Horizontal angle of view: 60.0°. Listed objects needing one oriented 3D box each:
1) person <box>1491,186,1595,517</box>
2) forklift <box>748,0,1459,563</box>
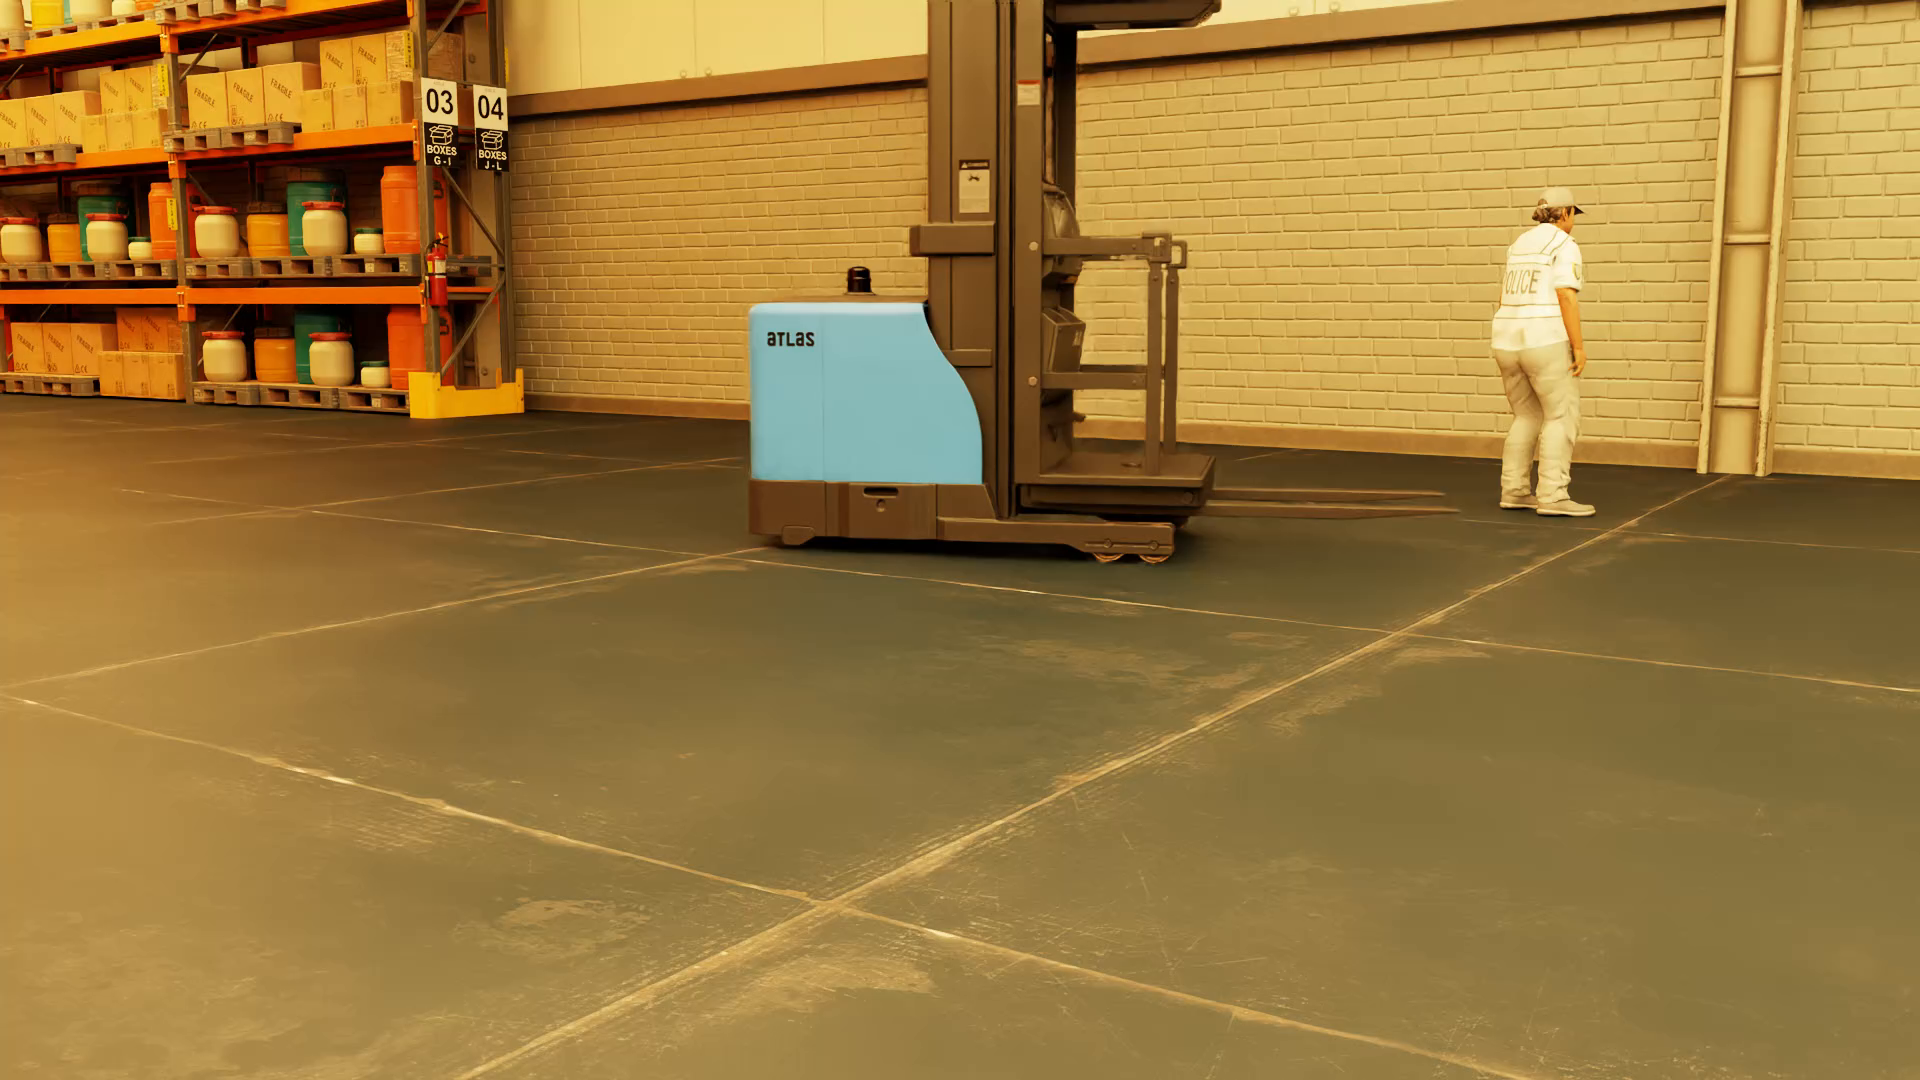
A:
[{"bbox_3d":[3.011,-0.974,8.544,0.467,1.666,0.564,-3,9,-21],"label":"person"},{"bbox_3d":[0.635,-1.435,7.287,3.031,2.935,1.130,2,8,11],"label":"forklift"}]
